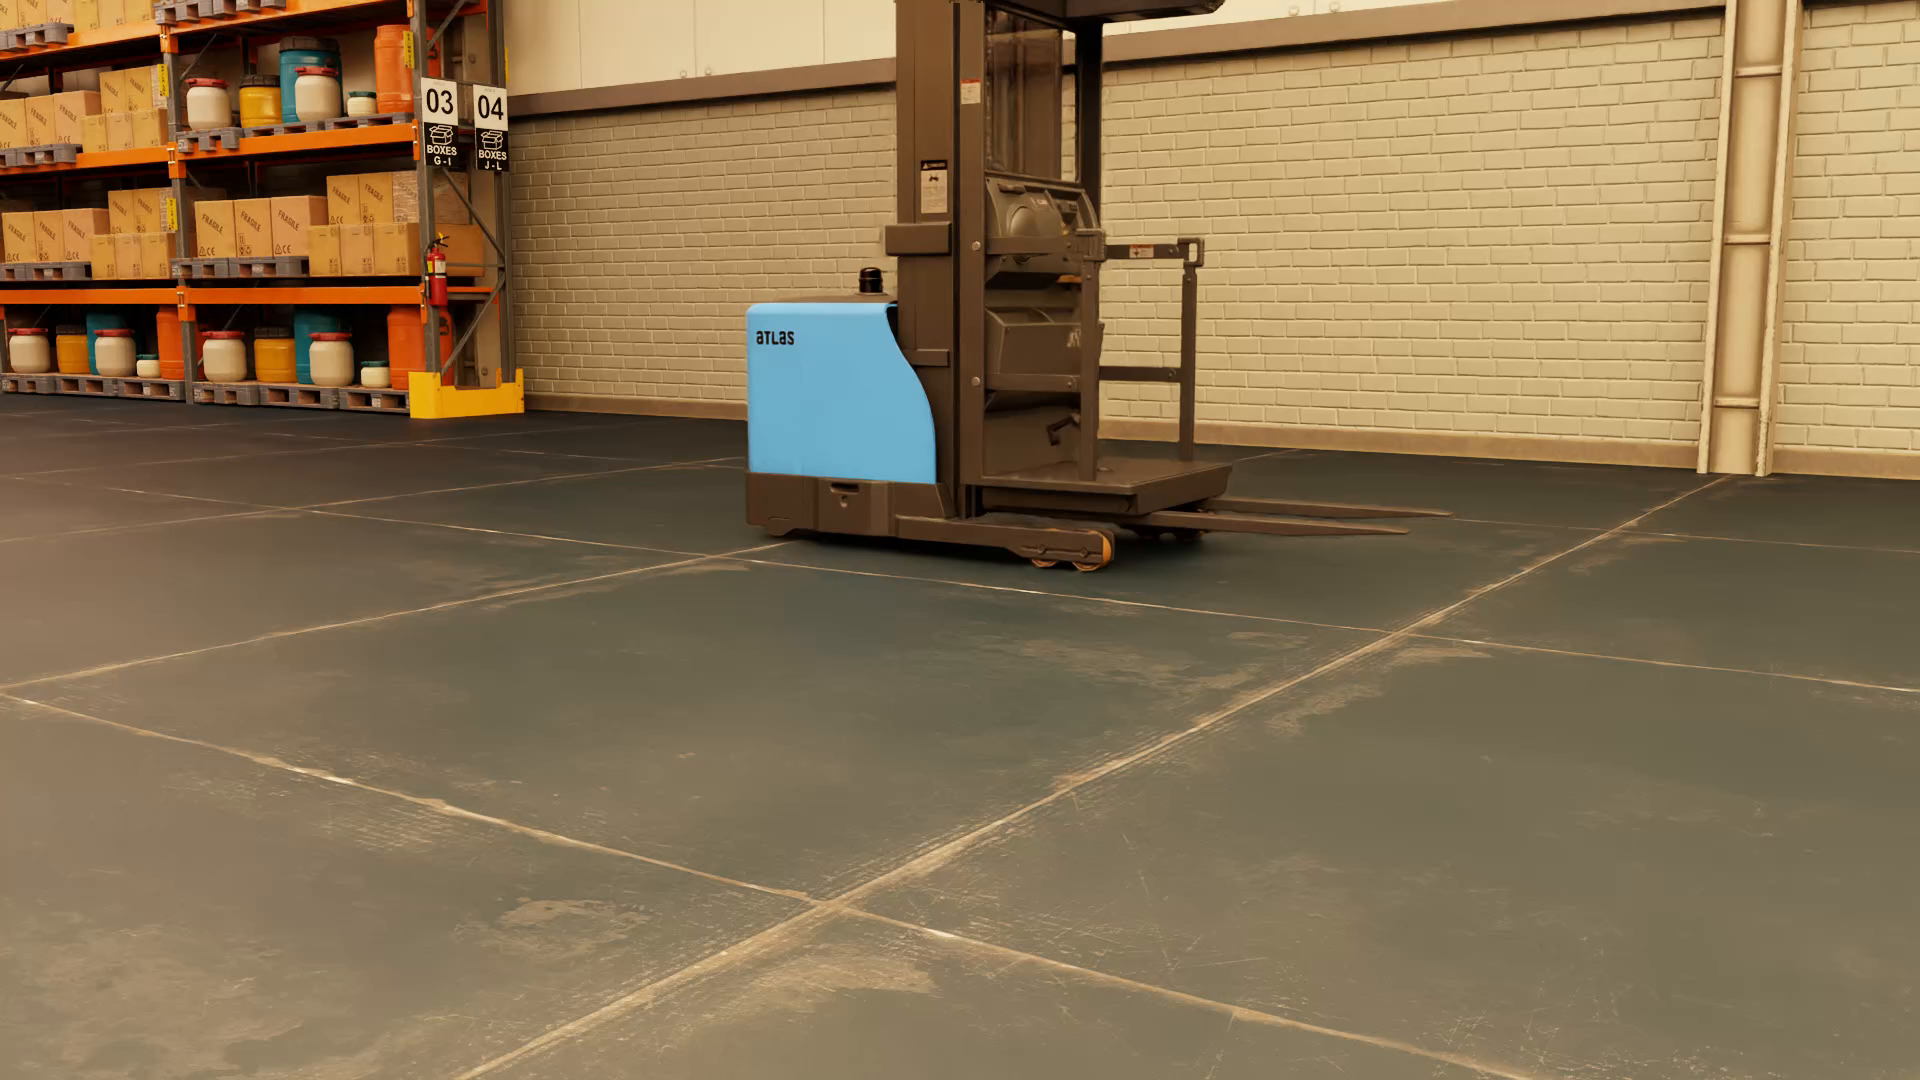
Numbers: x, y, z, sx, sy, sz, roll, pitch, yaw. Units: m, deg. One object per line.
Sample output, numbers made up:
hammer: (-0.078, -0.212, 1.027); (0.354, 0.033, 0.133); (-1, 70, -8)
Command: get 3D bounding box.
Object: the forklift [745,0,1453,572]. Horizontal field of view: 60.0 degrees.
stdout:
forklift: (0.542, -1.408, 7.095); (3.031, 2.935, 1.130); (5, 9, 31)
